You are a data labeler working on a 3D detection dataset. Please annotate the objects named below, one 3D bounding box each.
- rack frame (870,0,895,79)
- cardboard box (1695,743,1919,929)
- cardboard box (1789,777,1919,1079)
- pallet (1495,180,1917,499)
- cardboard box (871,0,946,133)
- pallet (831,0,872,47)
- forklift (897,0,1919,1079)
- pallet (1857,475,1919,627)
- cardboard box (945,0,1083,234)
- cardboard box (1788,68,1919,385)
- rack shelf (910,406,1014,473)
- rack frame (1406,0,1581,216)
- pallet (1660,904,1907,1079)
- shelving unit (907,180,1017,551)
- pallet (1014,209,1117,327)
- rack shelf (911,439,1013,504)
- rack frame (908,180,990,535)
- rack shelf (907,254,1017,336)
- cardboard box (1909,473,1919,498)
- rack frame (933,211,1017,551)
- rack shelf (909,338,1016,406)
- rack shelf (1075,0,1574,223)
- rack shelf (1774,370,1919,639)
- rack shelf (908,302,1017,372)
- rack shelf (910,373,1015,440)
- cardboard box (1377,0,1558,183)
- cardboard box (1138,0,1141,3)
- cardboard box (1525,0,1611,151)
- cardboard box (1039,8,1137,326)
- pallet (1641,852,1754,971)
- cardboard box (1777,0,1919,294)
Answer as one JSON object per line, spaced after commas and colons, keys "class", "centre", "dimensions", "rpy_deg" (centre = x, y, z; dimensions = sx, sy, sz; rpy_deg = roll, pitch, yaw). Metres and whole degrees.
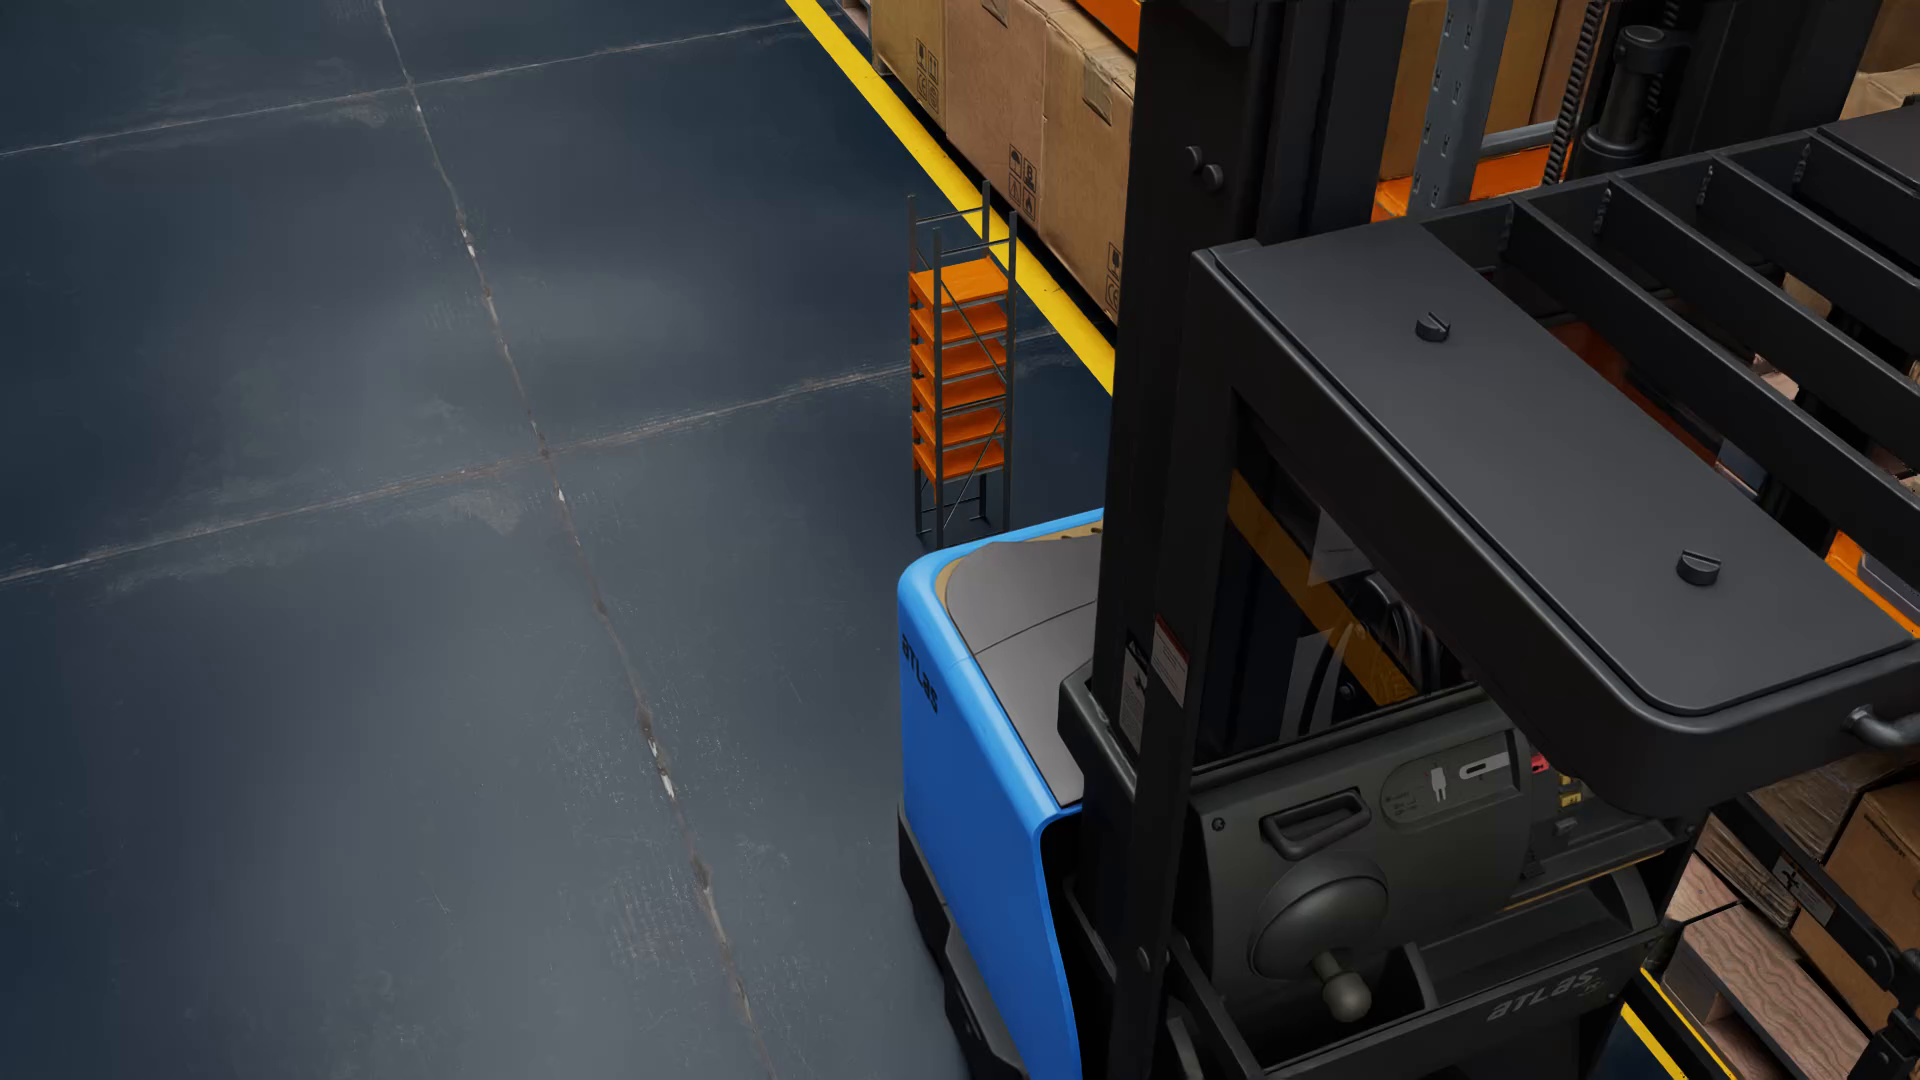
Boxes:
{"class": "rack frame", "centre": [0.071, -3.451, 6.963], "dimensions": [1.000, 3.000, 0.127], "rpy_deg": [-15, 43, -17]}
{"class": "cardboard box", "centre": [2.100, 0.469, 3.984], "dimensions": [0.700, 0.500, 0.500], "rpy_deg": [-19, 44, -20]}
{"class": "cardboard box", "centre": [2.324, 0.809, 3.588], "dimensions": [0.700, 0.500, 0.500], "rpy_deg": [-12, 42, -13]}
{"class": "pallet", "centre": [1.972, -0.566, 3.755], "dimensions": [1.213, 0.211, 1.003], "rpy_deg": [-15, 43, -17]}
{"class": "cardboard box", "centre": [0.334, -2.424, 7.076], "dimensions": [1.225, 0.875, 0.875], "rpy_deg": [-15, 43, -17]}
{"class": "pallet", "centre": [-0.148, -2.871, 8.427], "dimensions": [1.003, 0.211, 1.213], "rpy_deg": [-15, 43, -17]}
{"class": "forklift", "centre": [0.866, 0.521, 2.396], "dimensions": [1.130, 2.935, 3.031], "rpy_deg": [-15, 43, -16]}
{"class": "pallet", "centre": [2.397, 0.214, 2.848], "dimensions": [1.003, 0.211, 1.213], "rpy_deg": [-15, 43, -17]}
{"class": "cardboard box", "centre": [0.677, -1.886, 6.450], "dimensions": [1.225, 0.875, 0.875], "rpy_deg": [-17, 43, -18]}
{"class": "cardboard box", "centre": [2.151, -0.612, 3.262], "dimensions": [0.700, 0.500, 0.500], "rpy_deg": [-9, 42, -11]}
{"class": "rack shelf", "centre": [0.006, -0.322, 4.956], "dimensions": [0.258, 0.103, 0.180], "rpy_deg": [-15, 43, -17]}
{"class": "rack frame", "centre": [1.601, -1.041, 4.160], "dimensions": [1.000, 3.000, 0.127], "rpy_deg": [-15, 43, -17]}
{"class": "pallet", "centre": [2.362, 1.221, 3.668], "dimensions": [1.003, 0.211, 1.213], "rpy_deg": [-15, 43, -17]}
{"class": "shelving unit", "centre": [0.006, -0.446, 4.849], "dimensions": [0.258, 1.200, 0.189], "rpy_deg": [-15, 43, -17]}
{"class": "pallet", "centre": [0.906, -1.212, 6.497], "dimensions": [1.003, 0.211, 1.213], "rpy_deg": [-15, 43, -17]}
{"class": "rack shelf", "centre": [0.006, -0.231, 5.034], "dimensions": [0.258, 0.103, 0.180], "rpy_deg": [-15, 43, -17]}
{"class": "rack frame", "centre": [-0.029, -0.501, 4.913], "dimensions": [0.240, 1.200, 0.006], "rpy_deg": [-15, 43, -17]}
{"class": "rack shelf", "centre": [0.006, -0.685, 4.643], "dimensions": [0.258, 0.103, 0.180], "rpy_deg": [-15, 43, -17]}
{"class": "cardboard box", "centre": [2.030, -0.077, 2.832], "dimensions": [0.500, 0.250, 0.500], "rpy_deg": [-16, 43, -18]}
{"class": "rack frame", "centre": [0.041, -0.391, 4.785], "dimensions": [0.240, 1.200, 0.006], "rpy_deg": [-15, 43, -17]}
{"class": "rack shelf", "centre": [0.006, -0.504, 4.799], "dimensions": [0.258, 0.103, 0.180], "rpy_deg": [-15, 43, -17]}
{"class": "rack shelf", "centre": [0.836, -1.973, 5.796], "dimensions": [1.077, 0.370, 4.000], "rpy_deg": [-15, 43, -17]}
{"class": "rack shelf", "centre": [2.367, 0.436, 2.994], "dimensions": [1.077, 0.370, 4.000], "rpy_deg": [-15, 43, -17]}
{"class": "rack shelf", "centre": [0.006, -0.594, 4.721], "dimensions": [0.258, 0.103, 0.180], "rpy_deg": [-15, 43, -17]}
{"class": "rack shelf", "centre": [0.006, -0.413, 4.878], "dimensions": [0.258, 0.103, 0.180], "rpy_deg": [-15, 43, -17]}
{"class": "cardboard box", "centre": [1.184, -1.315, 4.402], "dimensions": [0.500, 0.500, 0.500], "rpy_deg": [-14, 43, -16]}
{"class": "cardboard box", "centre": [0.797, -1.929, 5.115], "dimensions": [0.500, 0.500, 0.500], "rpy_deg": [-16, 43, -18]}
{"class": "cardboard box", "centre": [1.667, -1.440, 4.547], "dimensions": [0.500, 0.500, 0.500], "rpy_deg": [-14, 43, -16]}
{"class": "cardboard box", "centre": [1.023, -1.355, 5.832], "dimensions": [1.225, 0.875, 0.875], "rpy_deg": [-15, 43, -17]}
{"class": "pallet", "centre": [1.899, 0.487, 4.522], "dimensions": [1.003, 0.211, 1.213], "rpy_deg": [-15, 43, -17]}
{"class": "cardboard box", "centre": [1.845, -0.923, 3.624], "dimensions": [0.500, 0.500, 0.500], "rpy_deg": [-20, 45, -22]}
